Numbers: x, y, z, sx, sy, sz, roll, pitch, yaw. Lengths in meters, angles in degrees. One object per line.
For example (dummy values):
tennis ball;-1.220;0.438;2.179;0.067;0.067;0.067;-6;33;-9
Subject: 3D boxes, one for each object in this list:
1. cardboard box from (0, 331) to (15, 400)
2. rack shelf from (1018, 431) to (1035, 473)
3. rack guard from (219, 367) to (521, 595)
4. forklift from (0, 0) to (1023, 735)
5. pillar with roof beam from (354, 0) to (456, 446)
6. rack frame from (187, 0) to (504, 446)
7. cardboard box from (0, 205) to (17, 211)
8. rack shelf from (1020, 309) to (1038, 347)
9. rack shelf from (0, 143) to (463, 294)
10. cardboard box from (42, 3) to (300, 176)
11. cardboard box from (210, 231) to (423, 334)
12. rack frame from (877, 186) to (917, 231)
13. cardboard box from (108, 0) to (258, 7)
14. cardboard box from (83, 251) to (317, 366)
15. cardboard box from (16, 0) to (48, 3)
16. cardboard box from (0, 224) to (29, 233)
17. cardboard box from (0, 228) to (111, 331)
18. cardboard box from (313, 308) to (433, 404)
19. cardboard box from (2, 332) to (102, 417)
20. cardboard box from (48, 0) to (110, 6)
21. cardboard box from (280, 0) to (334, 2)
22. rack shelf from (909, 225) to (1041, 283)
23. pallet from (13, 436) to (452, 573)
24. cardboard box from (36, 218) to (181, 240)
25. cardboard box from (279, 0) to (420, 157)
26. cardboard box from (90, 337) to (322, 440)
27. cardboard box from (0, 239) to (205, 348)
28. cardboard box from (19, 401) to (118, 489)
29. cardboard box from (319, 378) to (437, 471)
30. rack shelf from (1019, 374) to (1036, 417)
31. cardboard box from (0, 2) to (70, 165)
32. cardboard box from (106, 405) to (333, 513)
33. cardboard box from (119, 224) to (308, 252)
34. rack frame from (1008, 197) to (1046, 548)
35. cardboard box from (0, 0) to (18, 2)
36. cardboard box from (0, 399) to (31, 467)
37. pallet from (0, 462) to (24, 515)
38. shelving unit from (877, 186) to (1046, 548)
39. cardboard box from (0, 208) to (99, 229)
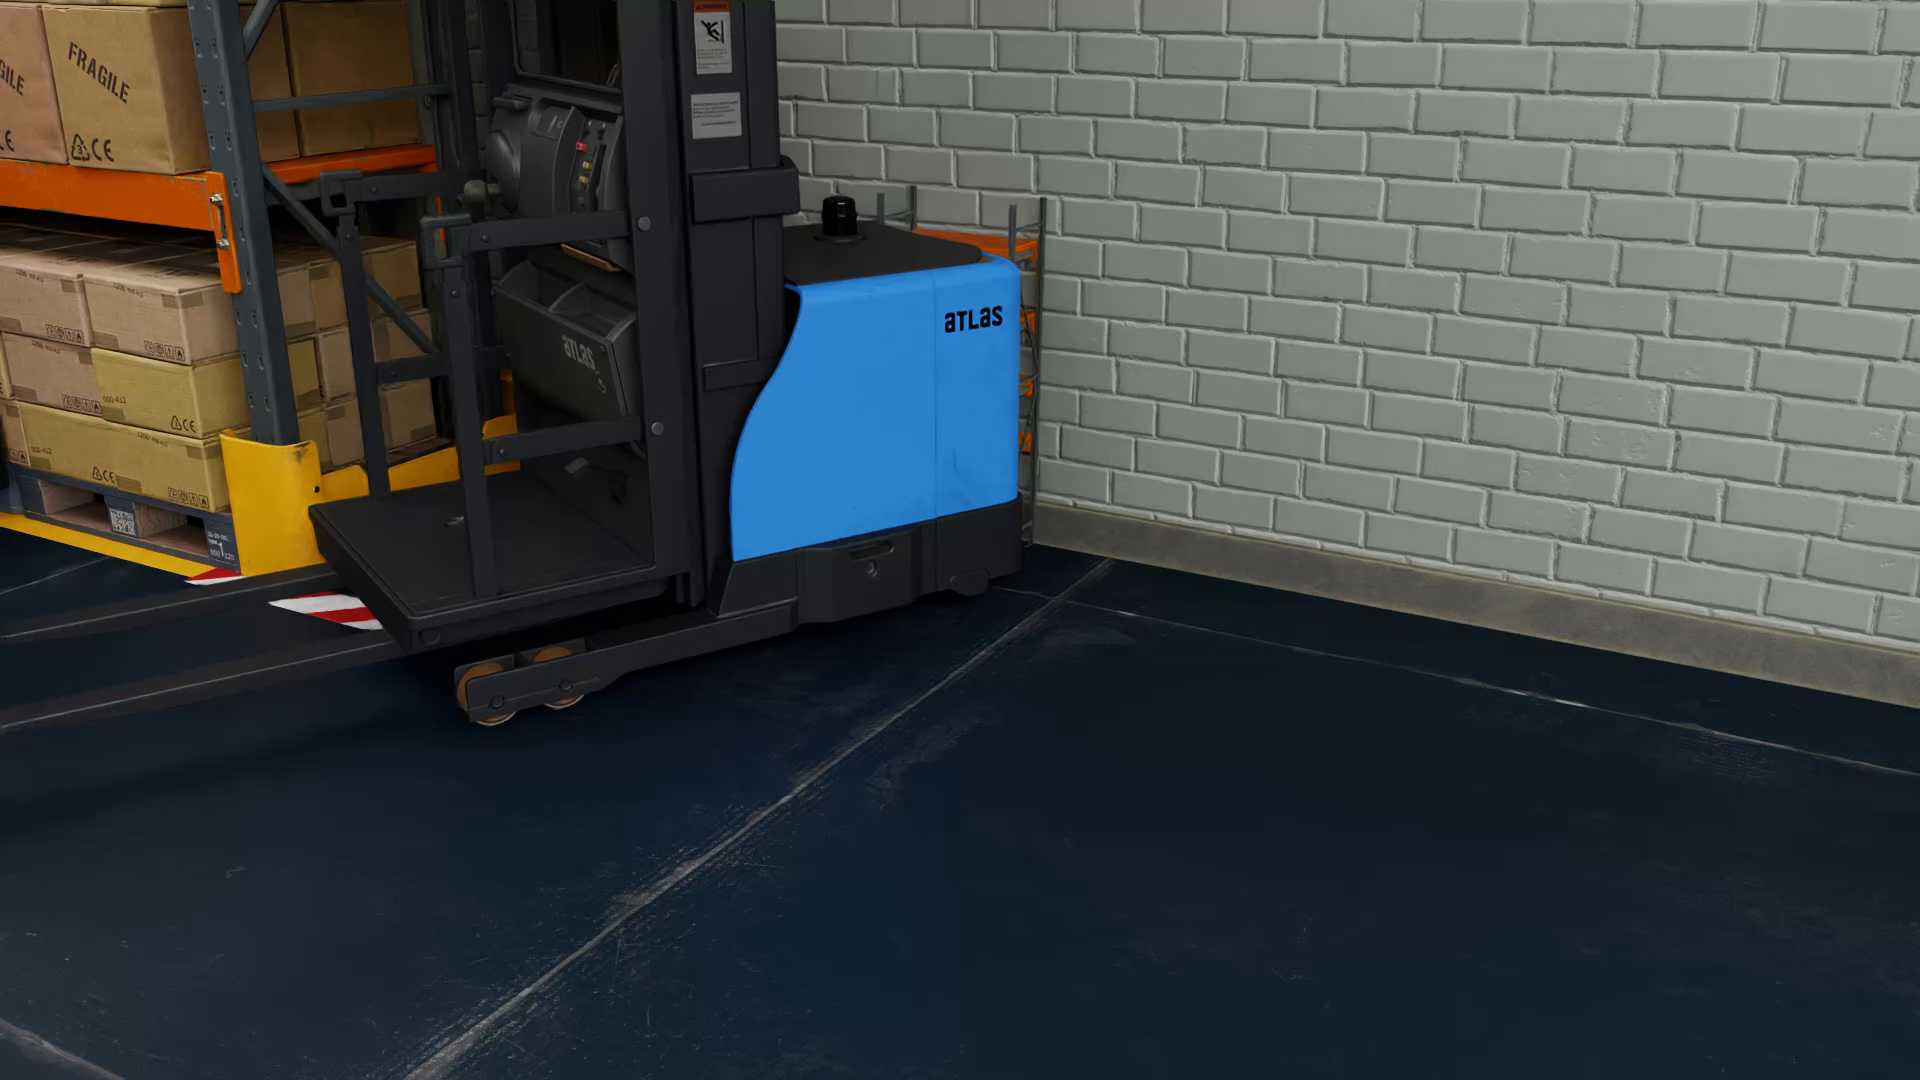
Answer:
cardboard box;-3.462;-0.723;6.143;0.500;0.250;0.500;10;22;26
rack shelf;-0.009;-0.313;5.736;0.480;0.148;0.258;11;22;27
rack guard;-1.970;-0.250;5.821;0.348;0.500;1.175;11;23;27
forklift;-1.310;-1.082;4.549;3.031;2.935;1.130;-13;24;-31
pillar with roof beam;-4.259;-3.352;1.909;0.400;9.000;9.100;11;23;27
rack frame;-1.991;-1.429;5.406;0.127;3.000;1.000;11;23;27
cardboard box;-4.075;-1.277;6.937;0.500;0.250;0.500;11;23;28
rack shelf;-0.002;-0.712;5.598;0.480;0.148;0.258;11;22;27
rack shelf;-3.737;-1.424;6.446;4.000;0.370;1.077;11;23;27
cardboard box;-2.549;-1.480;5.399;0.500;0.500;0.500;10;22;26
cardboard box;-2.318;-0.940;6.009;0.500;0.250;0.500;10;22;26
rack frame;-0.219;-0.606;5.758;0.015;1.200;0.240;11;22;27
cardboard box;-2.431;-1.755;5.207;0.250;0.149;0.380;11;23;28
cardboard box;-2.545;-0.788;5.588;0.500;0.250;0.500;12;23;29
cardboard box;-2.865;-1.850;5.469;0.250;0.149;0.380;11;23;28
cardboard box;-3.878;-1.038;6.279;0.500;0.250;0.500;10;22;26
cardboard box;-3.439;-0.952;6.040;0.500;0.250;0.500;11;23;28
cardboard box;-2.300;-0.709;6.104;0.500;0.250;0.500;11;23;28
cardboard box;-3.001;-0.643;5.923;0.500;0.250;0.500;11;22;27
cardboard box;-2.668;-1.789;5.300;0.250;0.149;0.380;11;23;28
cardboard box;-2.161;-1.915;5.647;0.250;0.149;0.380;10;22;26
rack shelf;0.002;-0.935;5.520;0.480;0.148;0.258;11;22;27
pallet;-2.679;-0.233;6.198;1.213;0.211;1.003;11;23;27
cardboard box;-3.188;-1.109;6.473;0.500;0.250;0.500;11;22;27
cardboard box;-2.288;-1.641;5.844;0.500;0.500;0.500;12;23;29
cardboard box;-2.569;-0.557;5.685;0.500;0.250;0.500;10;22;27
cardboard box;-2.994;-0.871;5.817;0.500;0.250;0.500;11;23;28
cardboard box;-2.985;-0.404;5.995;0.500;0.250;0.500;11;23;27
cardboard box;-2.325;-0.474;6.189;0.500;0.250;0.500;11;23;28
rack shelf;-0.006;-0.500;5.671;0.480;0.148;0.258;11;22;27
cardboard box;-2.997;-1.569;5.645;0.500;0.500;0.500;12;23;29
cardboard box;-2.555;-0.318;5.760;0.500;0.250;0.500;11;23;28
cardboard box;-2.756;-1.022;6.235;0.500;0.250;0.500;11;23;27
rack frame;0.209;-0.522;5.540;0.015;1.200;0.240;11;22;27
cardboard box;-3.076;-1.895;5.592;0.250;0.149;0.380;11;22;27
cardboard box;-3.417;-0.489;6.232;0.500;0.250;0.500;11;23;28
pallet;-3.740;-0.436;6.758;1.213;0.211;1.003;11;23;27
shelving unit;-0.005;-0.564;5.649;0.503;1.200;0.258;11;22;27
cardboard box;-3.632;-1.196;6.713;0.500;0.250;0.500;10;22;26
